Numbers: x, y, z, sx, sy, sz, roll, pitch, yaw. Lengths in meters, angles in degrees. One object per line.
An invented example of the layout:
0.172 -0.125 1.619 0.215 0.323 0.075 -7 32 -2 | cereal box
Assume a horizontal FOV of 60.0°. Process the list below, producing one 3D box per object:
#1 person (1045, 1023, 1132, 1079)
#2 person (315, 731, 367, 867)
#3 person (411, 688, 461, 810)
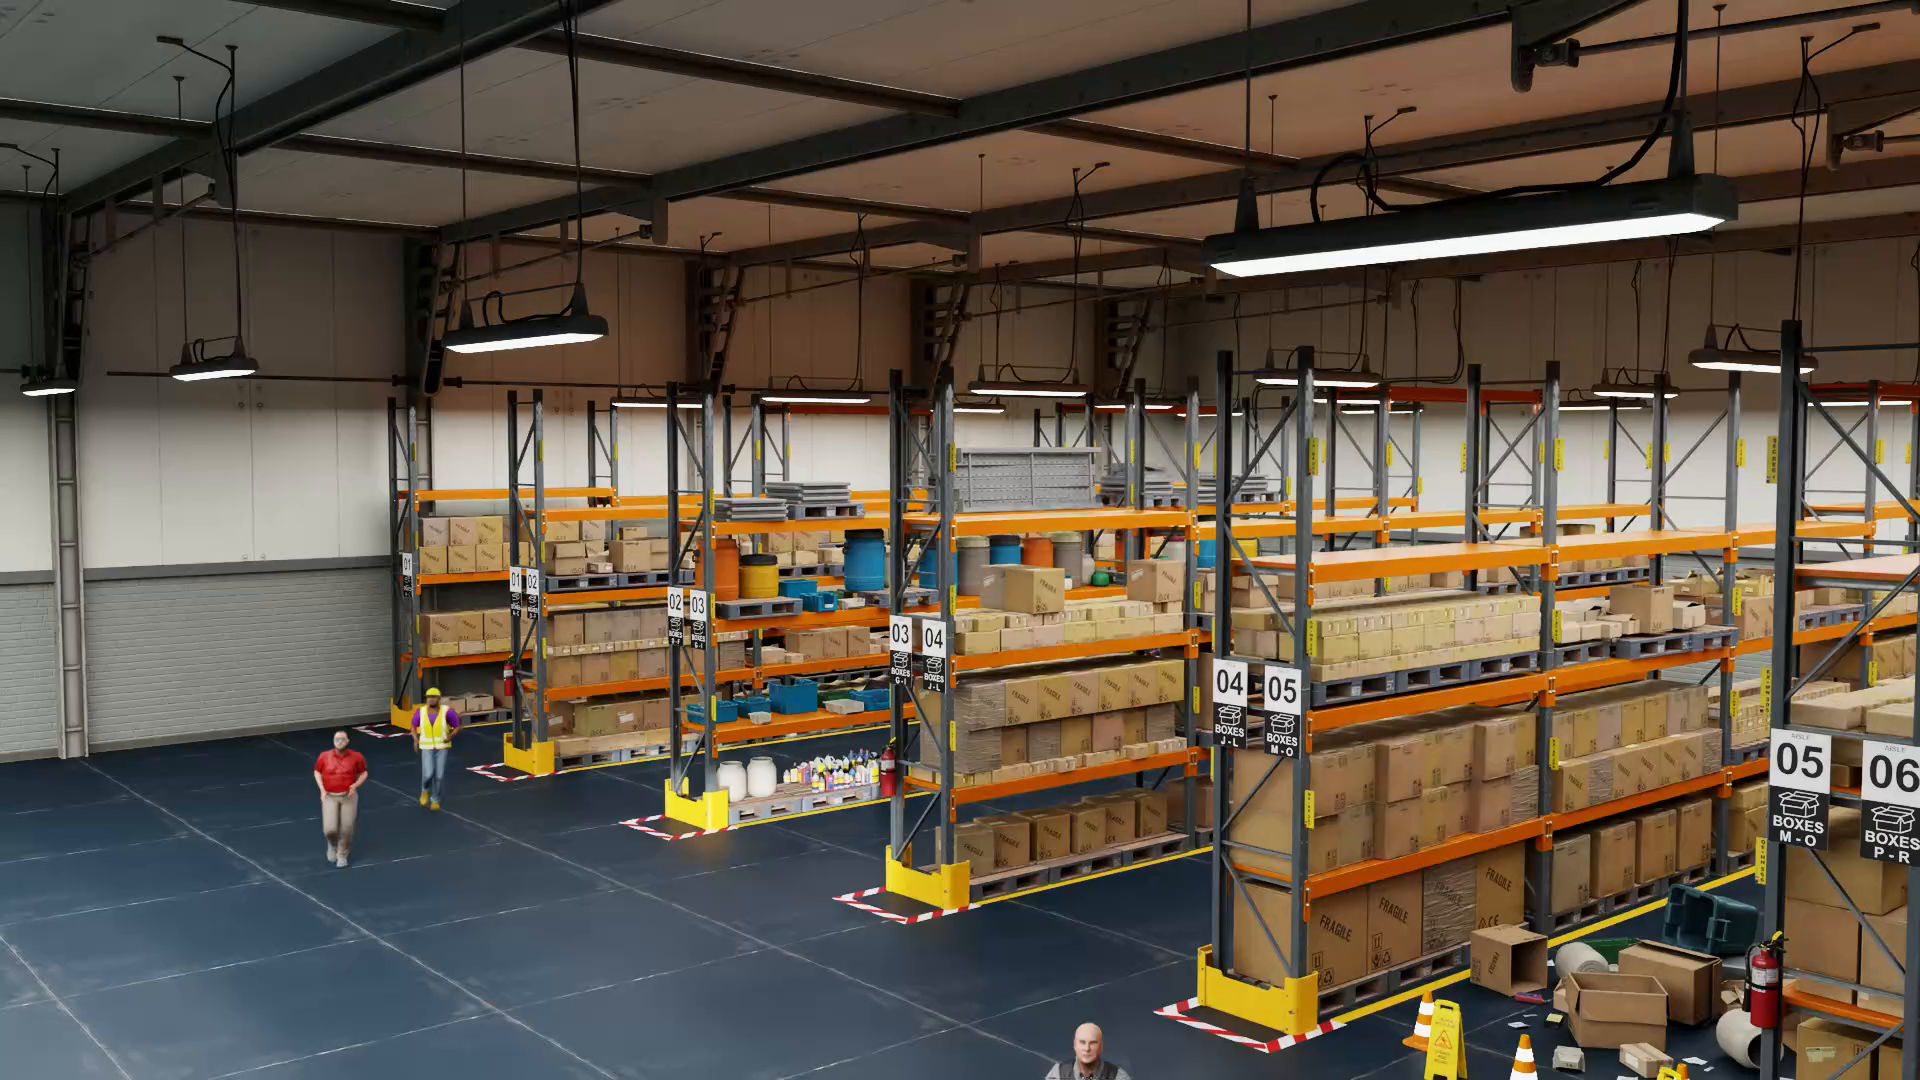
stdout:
0.772 3.732 10.013 0.695 1.685 0.771 1 3 9 | person
-7.507 3.149 20.183 0.604 1.673 0.592 -1 4 -21 | person
-7.368 2.935 23.350 0.681 1.729 0.594 -1 3 -14 | person
